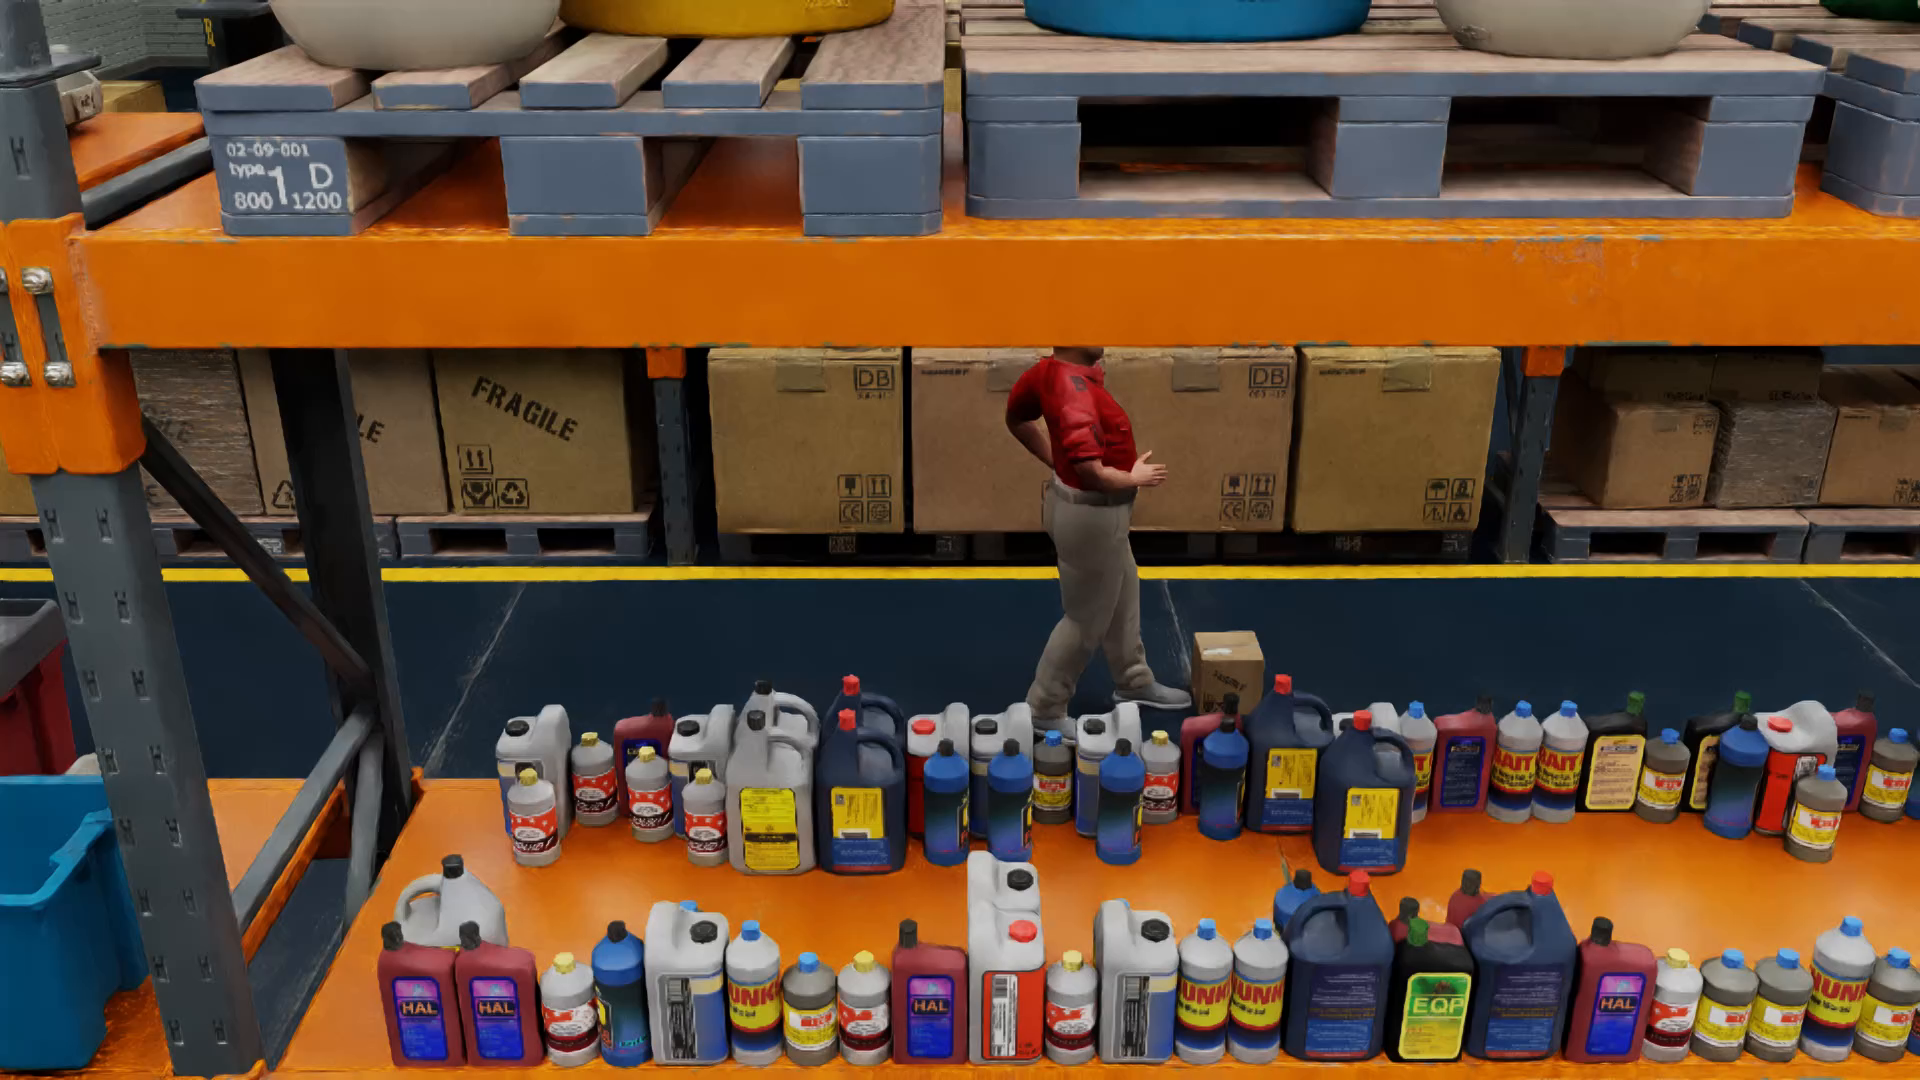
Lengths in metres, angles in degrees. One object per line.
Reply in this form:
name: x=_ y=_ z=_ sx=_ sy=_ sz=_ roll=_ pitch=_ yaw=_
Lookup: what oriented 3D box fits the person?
person: x=0.579 y=-0.075 z=6.296 sx=0.750 sy=1.727 sz=0.710 roll=-5 pitch=24 yaw=-10
